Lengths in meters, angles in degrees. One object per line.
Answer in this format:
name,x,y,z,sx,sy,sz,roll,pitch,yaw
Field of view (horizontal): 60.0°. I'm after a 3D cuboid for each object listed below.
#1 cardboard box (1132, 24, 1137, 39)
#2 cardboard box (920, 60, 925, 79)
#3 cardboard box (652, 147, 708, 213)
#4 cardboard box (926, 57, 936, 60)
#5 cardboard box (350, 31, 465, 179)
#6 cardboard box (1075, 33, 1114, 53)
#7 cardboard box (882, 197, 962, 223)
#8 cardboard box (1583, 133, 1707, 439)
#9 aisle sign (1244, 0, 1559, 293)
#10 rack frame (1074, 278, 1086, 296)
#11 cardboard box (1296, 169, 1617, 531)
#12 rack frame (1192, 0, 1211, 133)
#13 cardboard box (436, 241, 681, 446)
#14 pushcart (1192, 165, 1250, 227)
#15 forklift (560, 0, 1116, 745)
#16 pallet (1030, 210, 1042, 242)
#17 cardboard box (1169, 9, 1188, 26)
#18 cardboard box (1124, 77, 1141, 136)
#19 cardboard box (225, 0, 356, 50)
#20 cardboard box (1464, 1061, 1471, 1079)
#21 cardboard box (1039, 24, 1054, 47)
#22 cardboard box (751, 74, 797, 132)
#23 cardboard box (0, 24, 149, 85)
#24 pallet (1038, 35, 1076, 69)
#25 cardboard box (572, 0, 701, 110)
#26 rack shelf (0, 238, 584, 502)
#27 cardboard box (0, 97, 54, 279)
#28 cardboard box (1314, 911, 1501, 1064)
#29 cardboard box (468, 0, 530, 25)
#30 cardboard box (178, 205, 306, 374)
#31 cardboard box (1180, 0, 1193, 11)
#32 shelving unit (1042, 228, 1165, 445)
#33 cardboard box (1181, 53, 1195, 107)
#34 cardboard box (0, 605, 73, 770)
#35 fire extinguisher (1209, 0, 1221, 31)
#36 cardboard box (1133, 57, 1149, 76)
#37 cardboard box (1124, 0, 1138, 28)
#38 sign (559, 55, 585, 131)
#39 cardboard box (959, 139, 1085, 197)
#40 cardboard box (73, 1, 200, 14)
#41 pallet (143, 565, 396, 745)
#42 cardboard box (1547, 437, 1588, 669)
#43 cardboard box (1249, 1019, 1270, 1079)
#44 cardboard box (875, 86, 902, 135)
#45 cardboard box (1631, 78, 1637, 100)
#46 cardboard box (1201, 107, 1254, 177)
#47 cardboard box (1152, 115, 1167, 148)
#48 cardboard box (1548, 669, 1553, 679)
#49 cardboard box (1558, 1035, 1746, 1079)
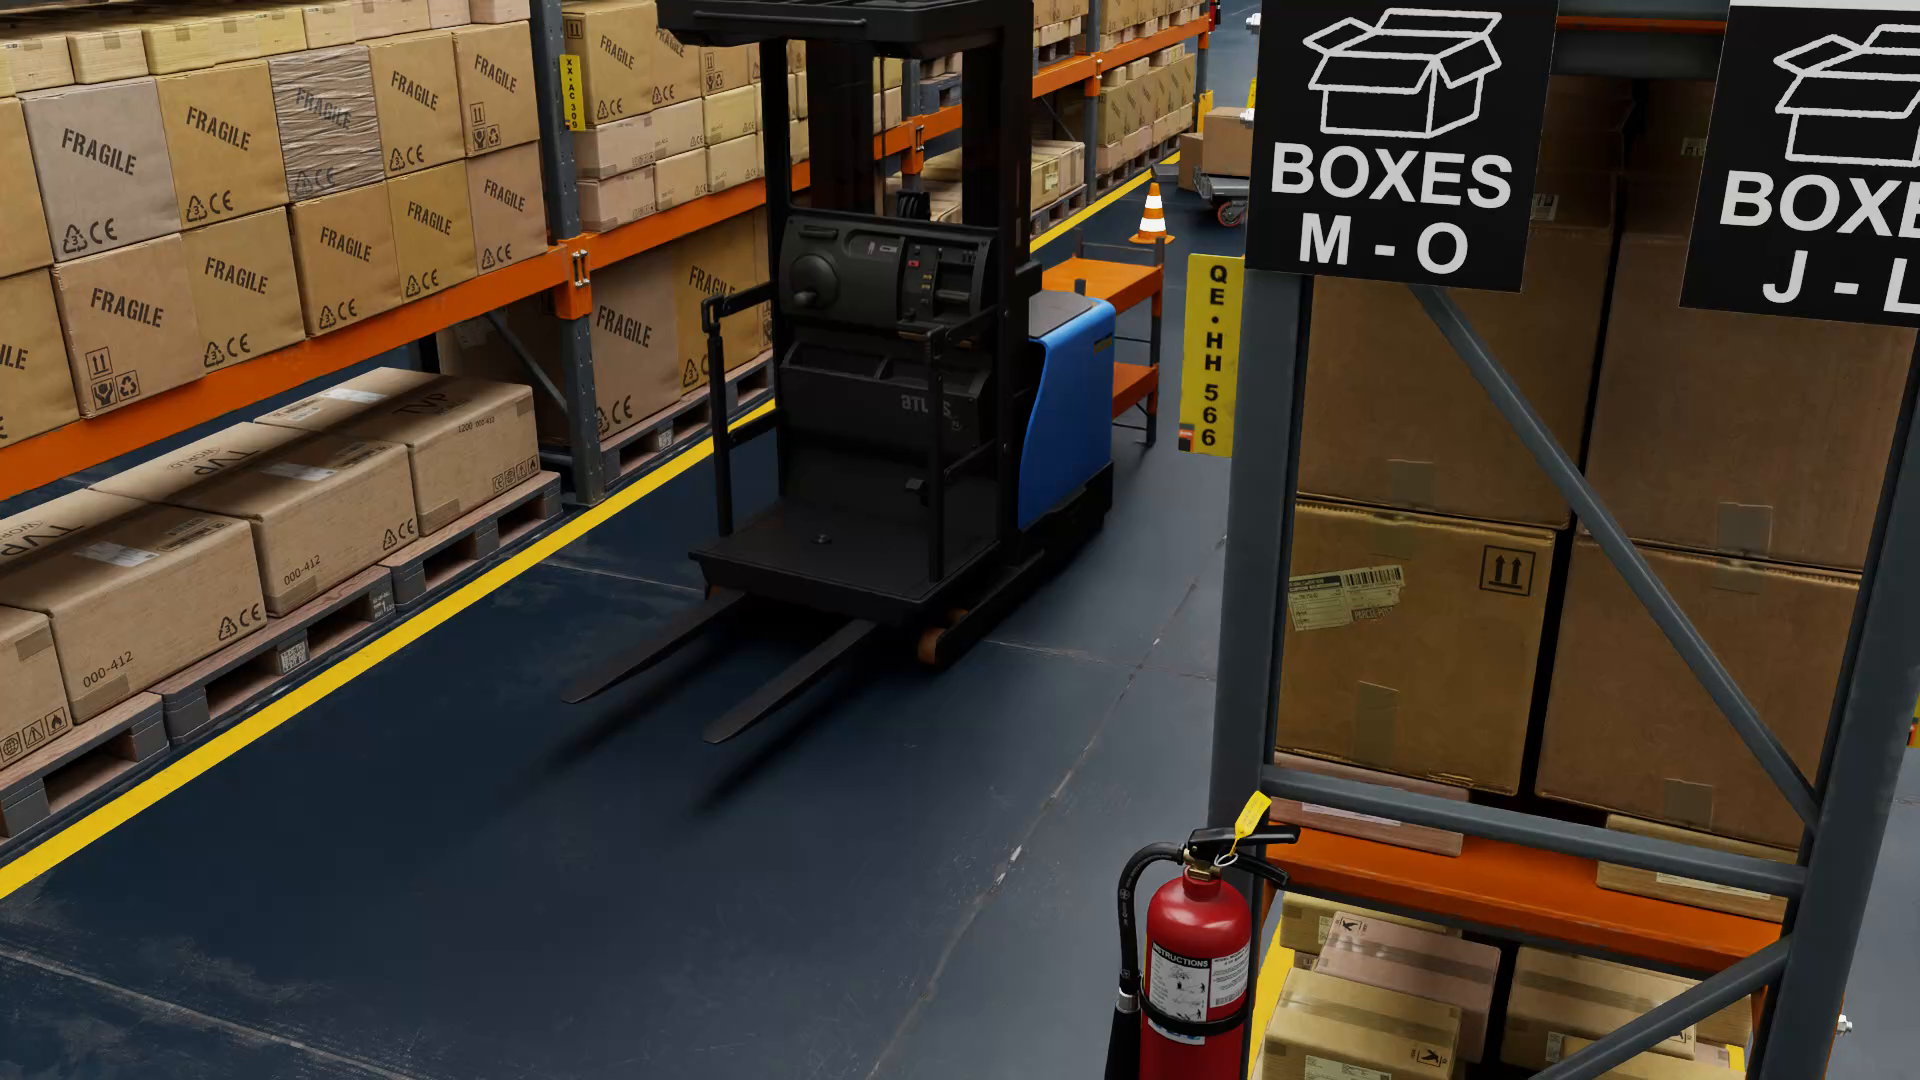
cardboard box,1.460,-4.821,15.725,0.380,0.149,0.250,9,24,20
cardboard box,-0.457,-3.225,11.361,0.380,0.149,0.250,7,24,17
cardboard box,-1.637,-1.862,8.511,0.500,0.250,0.500,8,24,19
cardboard box,-0.369,-3.563,11.327,0.500,0.500,0.500,8,24,19
cardboard box,-2.351,-1.745,6.609,0.500,0.500,0.500,8,24,19
cardboard box,1.150,-4.440,14.814,0.380,0.149,0.250,9,24,20
cardboard box,-0.532,-2.240,12.085,0.950,0.372,0.625,7,24,16
cardboard box,1.506,-0.471,3.174,0.500,0.500,0.500,10,24,22
aisle sign,0.605,-0.739,2.254,0.394,0.787,0.004,9,24,20
rack frame,0.357,-0.734,8.049,0.500,1.125,0.032,11,25,25
cardboard box,0.850,-0.366,2.923,0.500,0.500,0.500,8,24,19
rack frame,2.221,-5.921,18.032,1.000,3.000,0.127,9,24,20
cardboard box,-2.081,-1.073,8.639,0.875,0.875,0.875,10,25,22
pushcart,2.870,-2.971,14.372,1.648,0.377,0.936,1,23,2
forklift,-0.406,-1.044,6.447,1.130,2.935,3.031,11,25,25
pallet,-0.004,-2.486,13.427,1.003,0.211,1.213,9,24,20
cardboard box,2.107,-5.349,16.989,0.380,0.149,0.250,9,24,21
cardboard box,1.393,-4.126,15.786,0.500,0.500,0.500,10,25,22
cardboard box,-2.493,-1.923,6.193,0.380,0.149,0.250,9,24,20
cardboard box,1.093,1.192,4.158,0.380,0.149,0.250,9,24,20
cardboard box,0.532,-4.062,13.365,0.380,0.149,0.250,9,24,20
cardboard box,-1.246,-2.454,9.278,0.500,0.250,0.500,8,24,18
cardboard box,-2.838,-1.551,5.303,0.380,0.149,0.250,9,24,21
pallet,0.316,-4.148,14.037,1.003,0.211,1.213,9,24,20
cardboard box,-1.643,-2.436,8.263,0.500,0.500,0.500,9,24,20
rack shelf,-2.980,-0.579,6.177,1.077,0.370,4.000,9,24,20
cardboard box,-3.094,-1.019,4.871,0.500,0.500,0.500,8,24,19
cardboard box,1.019,1.017,3.805,0.380,0.149,0.250,9,24,21
cardboard box,-2.055,-2.277,7.042,0.380,0.149,0.250,8,24,19
cardboard box,-2.739,-0.918,5.926,0.500,0.500,0.500,10,25,22
cardboard box,2.085,-5.692,16.969,0.500,0.500,0.500,9,24,20
shelving unit,0.593,-0.908,8.464,0.538,1.125,1.048,11,25,25
cardboard box,2.165,-4.868,17.561,0.500,0.500,0.500,9,24,20
cardboard box,-3.570,0.543,5.337,0.875,0.438,0.875,8,24,18
fire extinguisher,2.691,-5.860,17.987,0.296,0.674,0.183,9,24,20
cardboard box,1.593,-4.549,15.957,0.380,0.149,0.250,10,25,23
cardboard box,1.322,-4.973,15.248,0.500,0.500,0.500,9,24,20
sign,-1.721,-1.983,7.381,0.100,0.325,0.005,9,24,20
cardboard box,0.542,-3.282,14.581,0.950,0.372,0.625,9,24,21
cardboard box,-3.023,-1.893,6.122,0.380,0.149,0.250,9,24,20
pallet,-3.043,0.359,6.616,1.003,0.211,1.213,9,24,20
cardboard box,1.509,-0.022,3.395,0.500,0.500,0.500,9,24,20
cardboard box,0.842,1.232,3.676,0.380,0.149,0.250,8,24,19
cardboard box,-0.698,-2.770,10.685,0.500,0.250,0.500,8,24,18
cardboard box,1.609,-1.108,4.699,0.500,0.500,0.500,9,24,21
cardboard box,2.399,-3.441,14.357,0.500,0.500,0.500,9,24,20
cardboard box,1.781,-4.145,16.805,0.500,0.250,0.500,8,24,18
cardboard box,1.510,0.227,3.642,0.380,0.149,0.250,10,25,23
cardboard box,1.421,1.186,3.401,0.380,0.149,0.250,8,24,18
